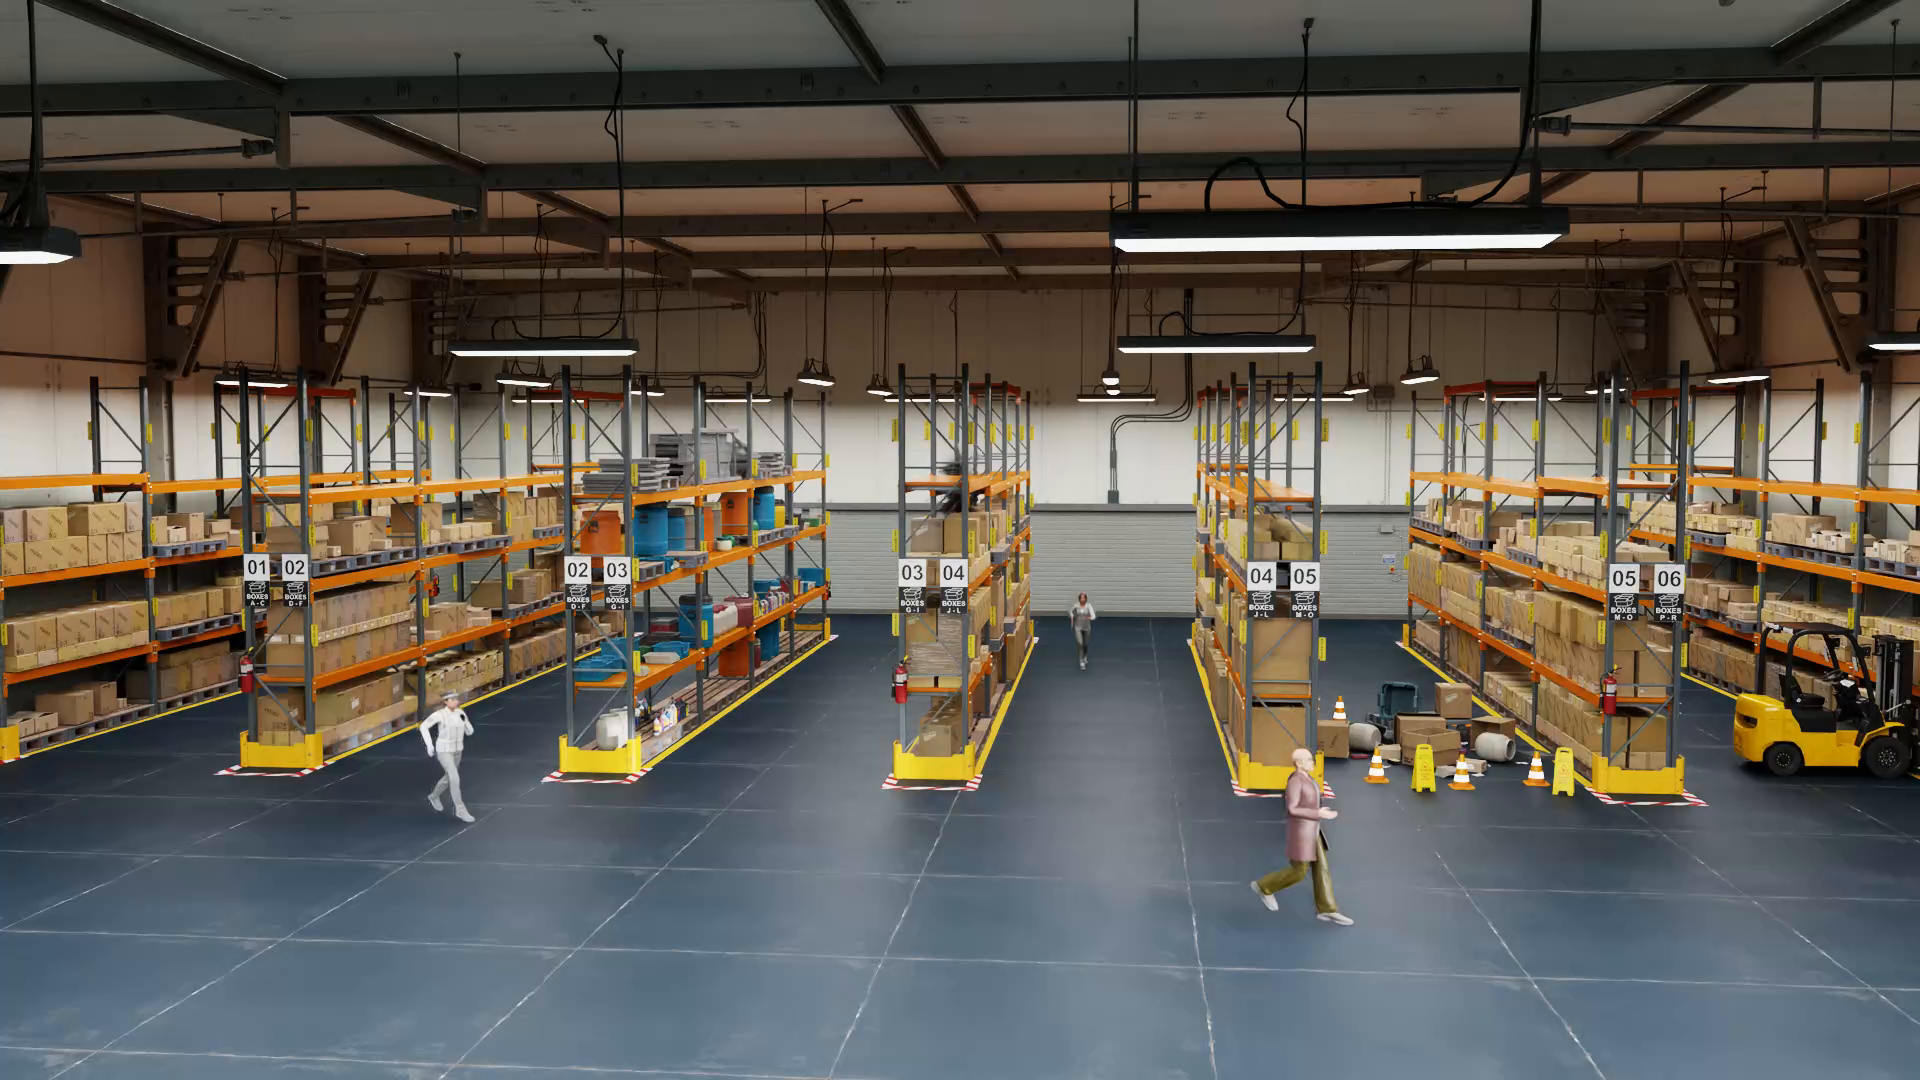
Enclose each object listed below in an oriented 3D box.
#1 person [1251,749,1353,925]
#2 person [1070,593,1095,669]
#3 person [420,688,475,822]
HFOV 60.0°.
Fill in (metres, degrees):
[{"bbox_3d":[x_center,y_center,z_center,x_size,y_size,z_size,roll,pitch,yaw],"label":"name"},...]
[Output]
[{"bbox_3d":[3.497,3.006,16.965,1.047,1.768,0.708,2,4,29],"label":"person"},{"bbox_3d":[2.612,1.909,35.408,0.534,1.587,0.884,0,4,2],"label":"person"},{"bbox_3d":[-6.600,2.750,21.512,0.909,1.698,0.600,2,4,33],"label":"person"}]
